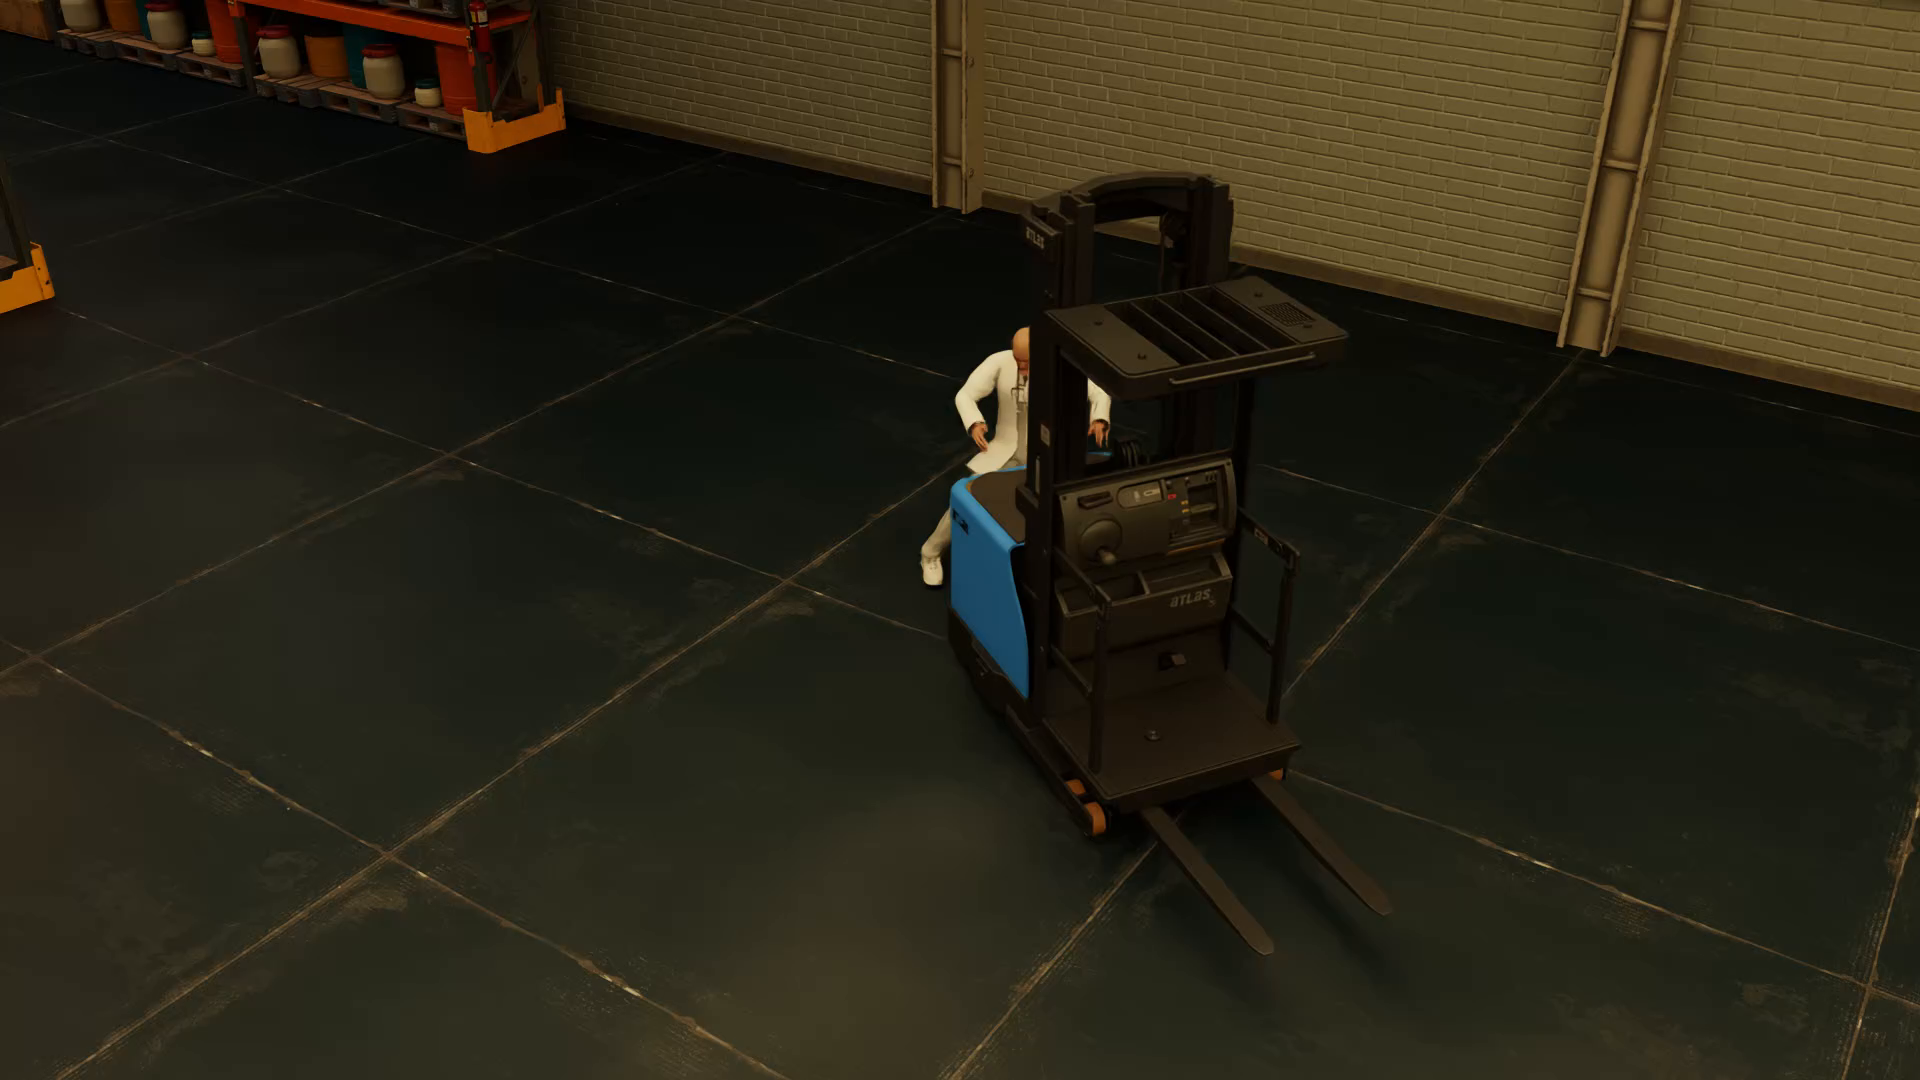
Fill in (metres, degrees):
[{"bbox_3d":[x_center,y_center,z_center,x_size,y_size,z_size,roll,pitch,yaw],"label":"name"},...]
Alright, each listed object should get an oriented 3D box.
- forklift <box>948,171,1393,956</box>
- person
[{"bbox_3d":[0.984,-0.081,7.721,1.130,2.935,3.031,-12,32,-20],"label":"forklift"},{"bbox_3d":[0.434,-0.494,9.806,1.353,1.549,0.756,7,31,11],"label":"person"}]
